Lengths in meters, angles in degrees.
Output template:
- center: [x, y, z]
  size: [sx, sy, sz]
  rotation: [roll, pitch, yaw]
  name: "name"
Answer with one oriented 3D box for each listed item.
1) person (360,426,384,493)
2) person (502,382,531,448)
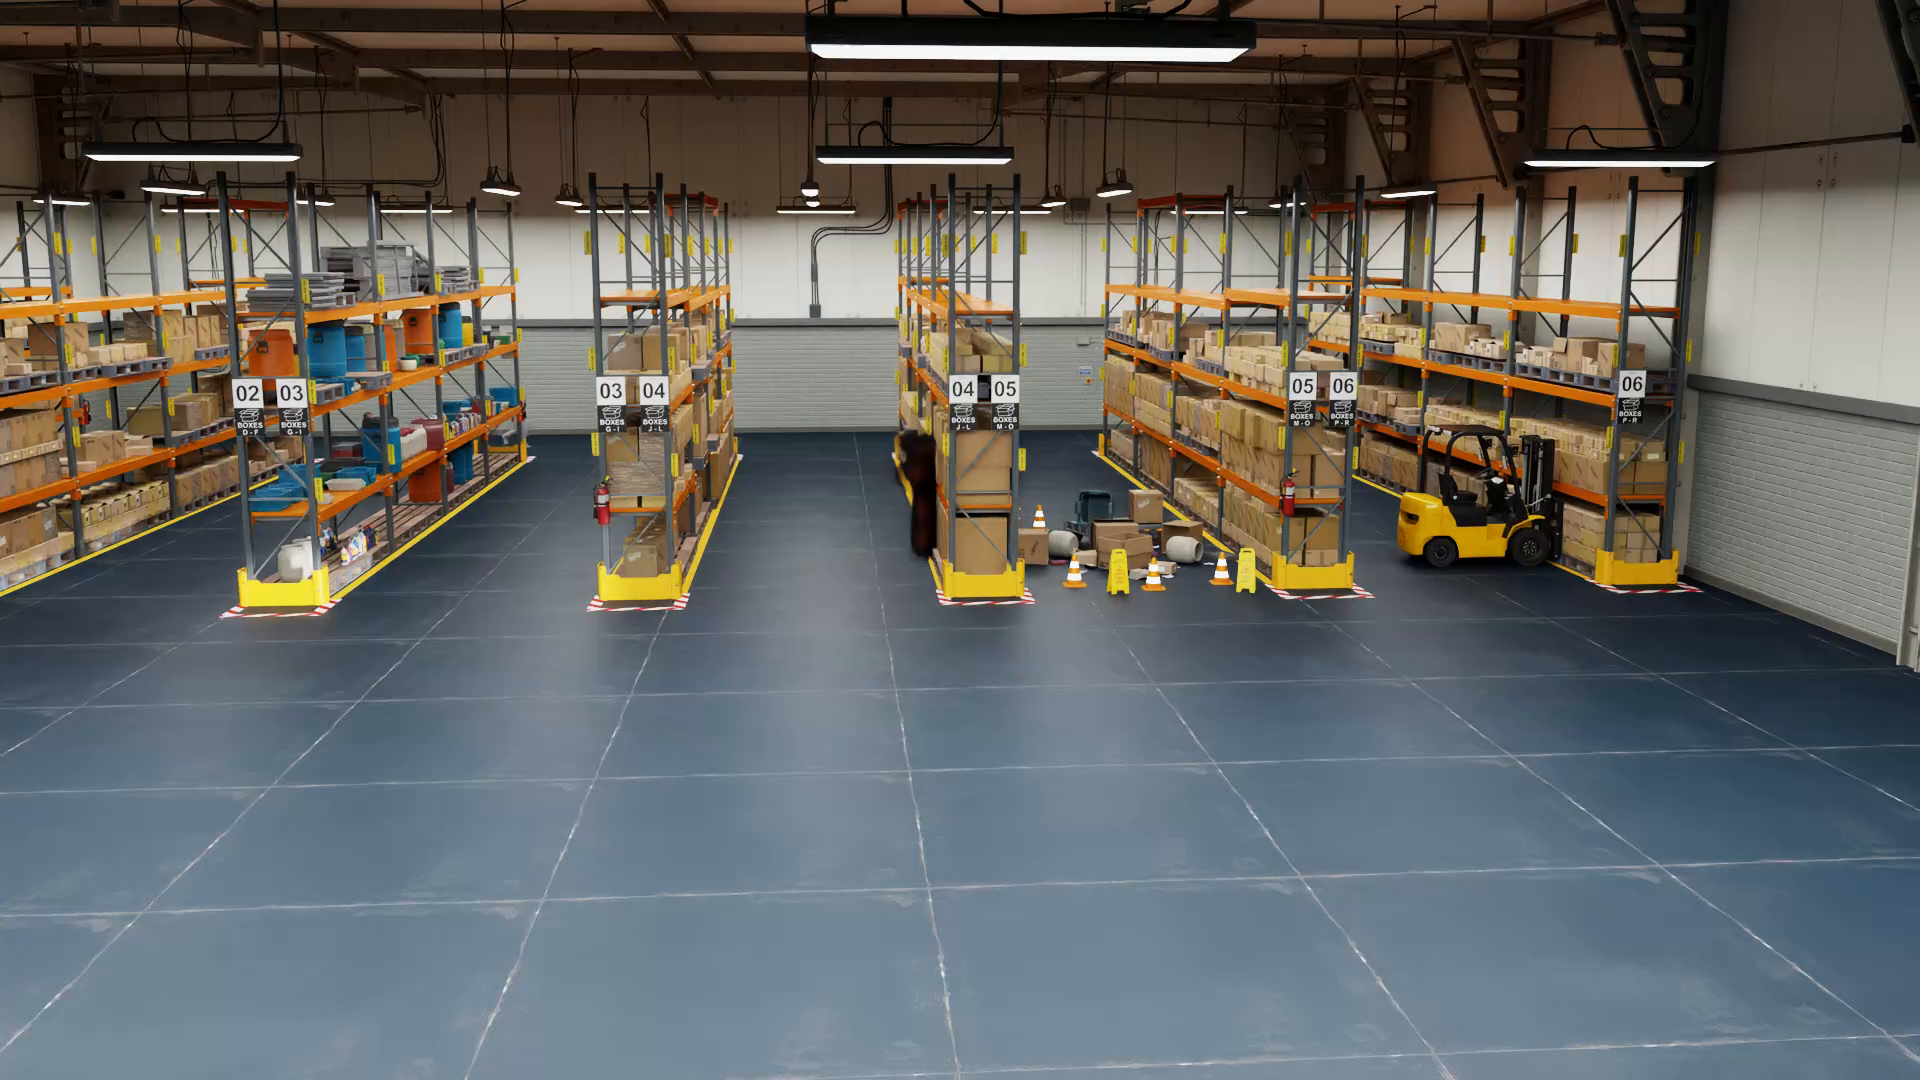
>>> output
- center: [-12.056, -1.701, 34.148]
  size: [0.542, 1.458, 0.457]
  rotation: [1, 10, 3]
  name: "person"
- center: [-11.135, -3.146, 41.740]
  size: [0.685, 1.647, 0.496]
  rotation: [3, 10, 17]
  name: "person"
